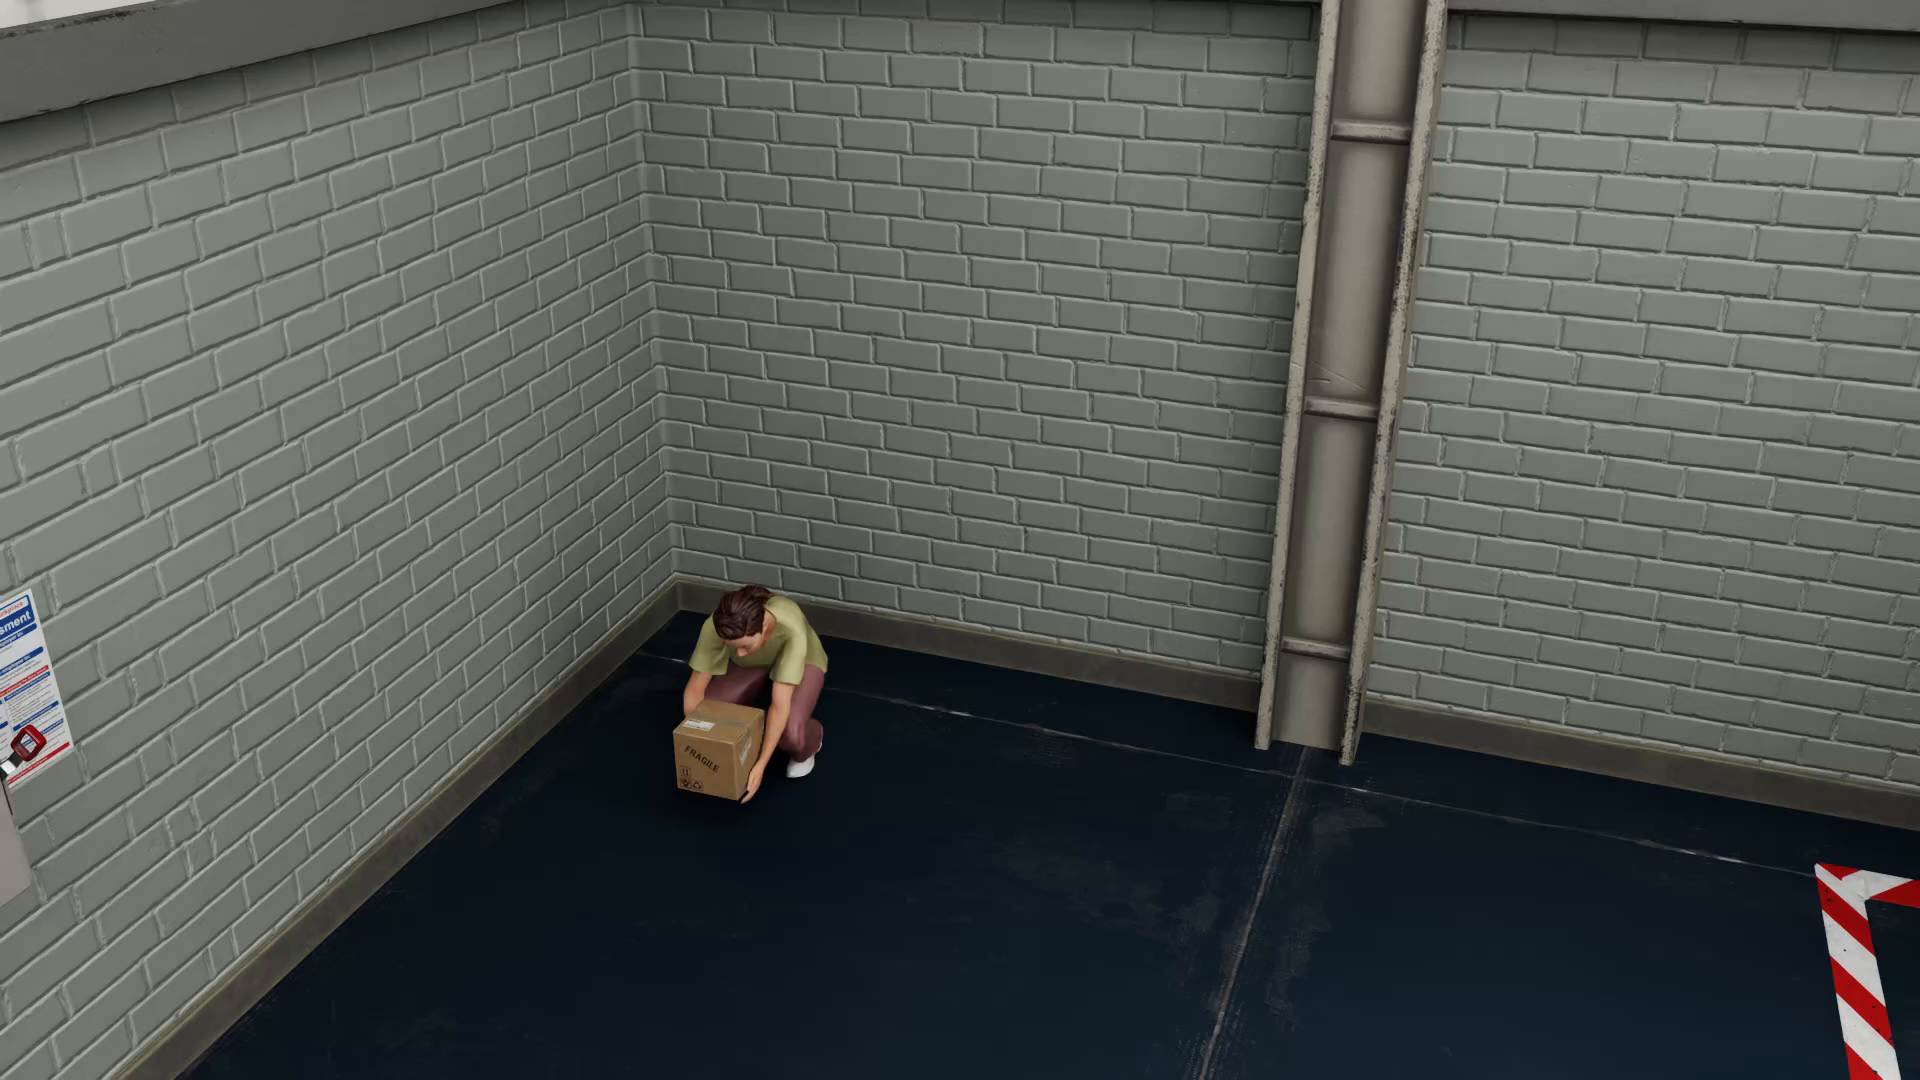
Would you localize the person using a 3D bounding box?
[{"bbox_3d":[-0.780,0.521,6.400,0.479,0.931,0.803,9,27,17],"label":"person"}]
